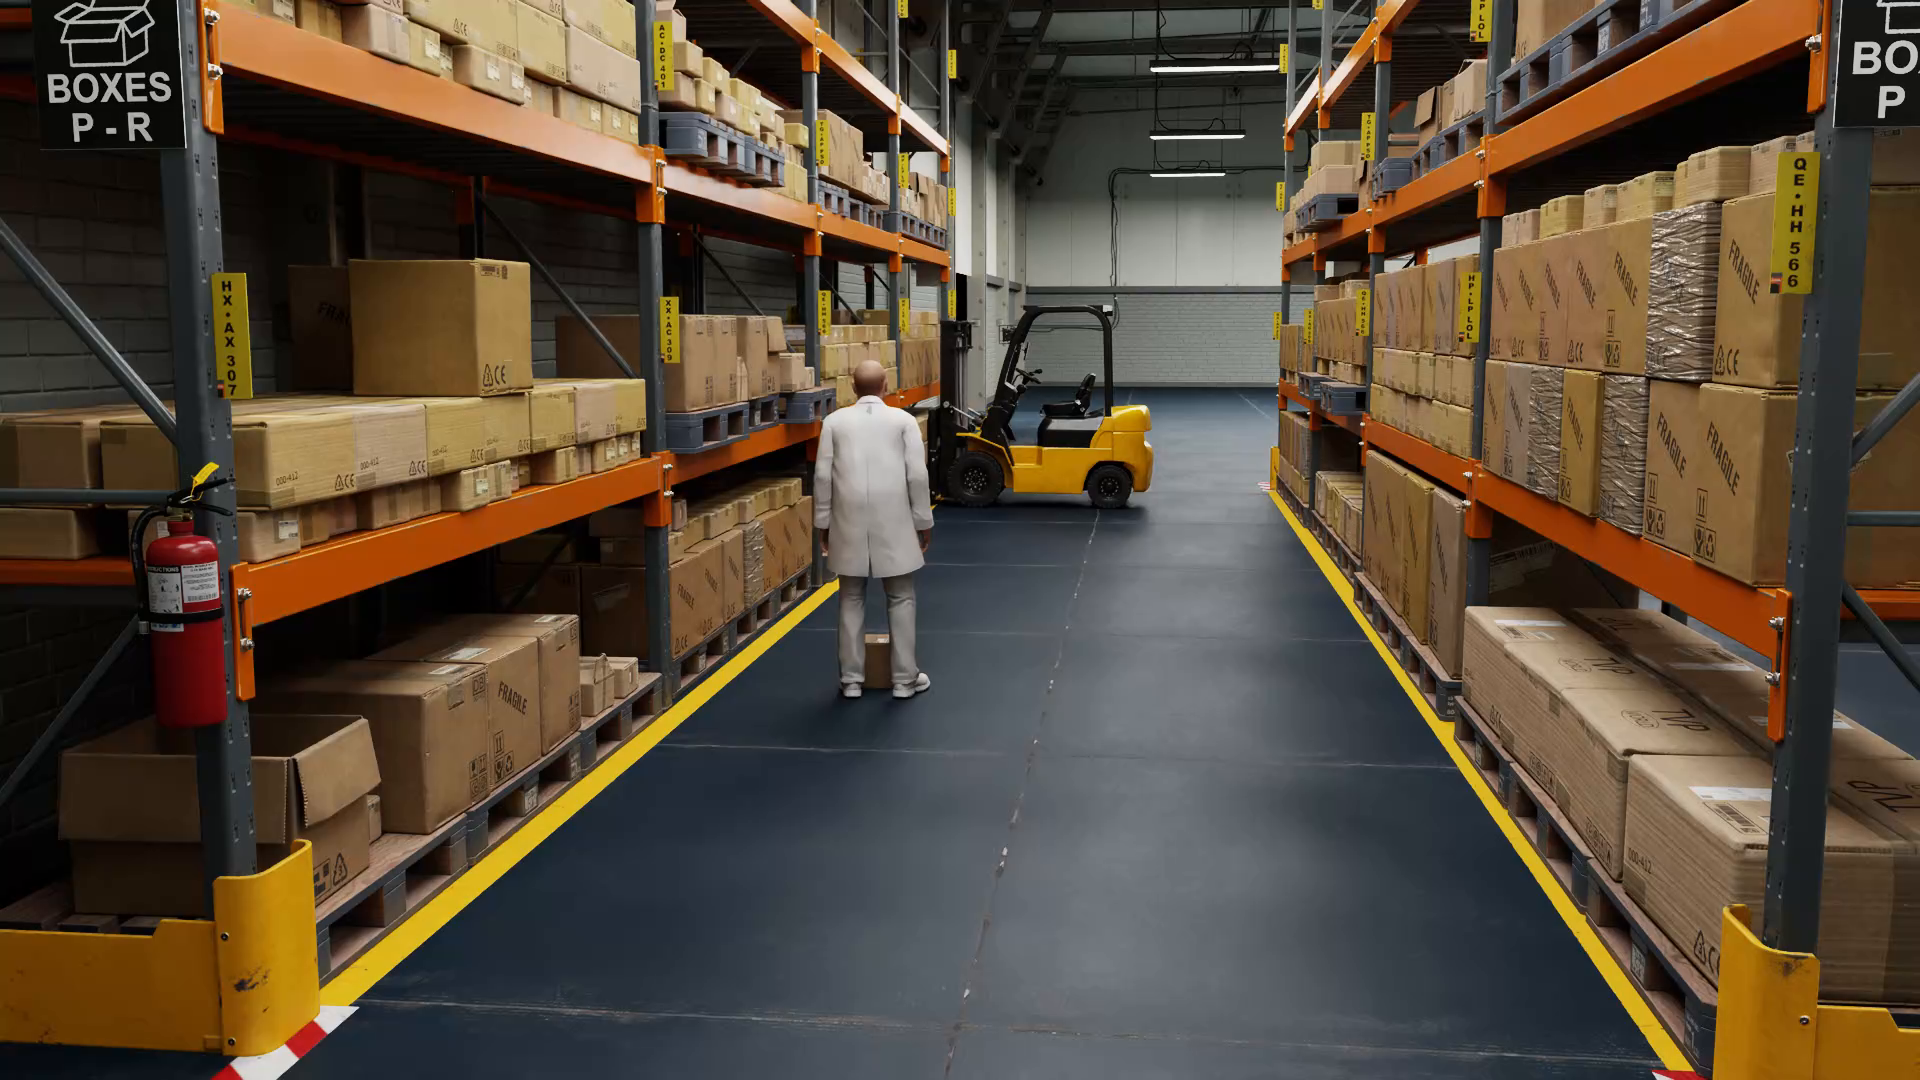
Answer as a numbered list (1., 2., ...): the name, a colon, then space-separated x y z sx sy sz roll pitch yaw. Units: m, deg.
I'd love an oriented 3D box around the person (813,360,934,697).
1. person: -0.459 -0.060 8.803 0.645 1.774 0.428 1 7 5
